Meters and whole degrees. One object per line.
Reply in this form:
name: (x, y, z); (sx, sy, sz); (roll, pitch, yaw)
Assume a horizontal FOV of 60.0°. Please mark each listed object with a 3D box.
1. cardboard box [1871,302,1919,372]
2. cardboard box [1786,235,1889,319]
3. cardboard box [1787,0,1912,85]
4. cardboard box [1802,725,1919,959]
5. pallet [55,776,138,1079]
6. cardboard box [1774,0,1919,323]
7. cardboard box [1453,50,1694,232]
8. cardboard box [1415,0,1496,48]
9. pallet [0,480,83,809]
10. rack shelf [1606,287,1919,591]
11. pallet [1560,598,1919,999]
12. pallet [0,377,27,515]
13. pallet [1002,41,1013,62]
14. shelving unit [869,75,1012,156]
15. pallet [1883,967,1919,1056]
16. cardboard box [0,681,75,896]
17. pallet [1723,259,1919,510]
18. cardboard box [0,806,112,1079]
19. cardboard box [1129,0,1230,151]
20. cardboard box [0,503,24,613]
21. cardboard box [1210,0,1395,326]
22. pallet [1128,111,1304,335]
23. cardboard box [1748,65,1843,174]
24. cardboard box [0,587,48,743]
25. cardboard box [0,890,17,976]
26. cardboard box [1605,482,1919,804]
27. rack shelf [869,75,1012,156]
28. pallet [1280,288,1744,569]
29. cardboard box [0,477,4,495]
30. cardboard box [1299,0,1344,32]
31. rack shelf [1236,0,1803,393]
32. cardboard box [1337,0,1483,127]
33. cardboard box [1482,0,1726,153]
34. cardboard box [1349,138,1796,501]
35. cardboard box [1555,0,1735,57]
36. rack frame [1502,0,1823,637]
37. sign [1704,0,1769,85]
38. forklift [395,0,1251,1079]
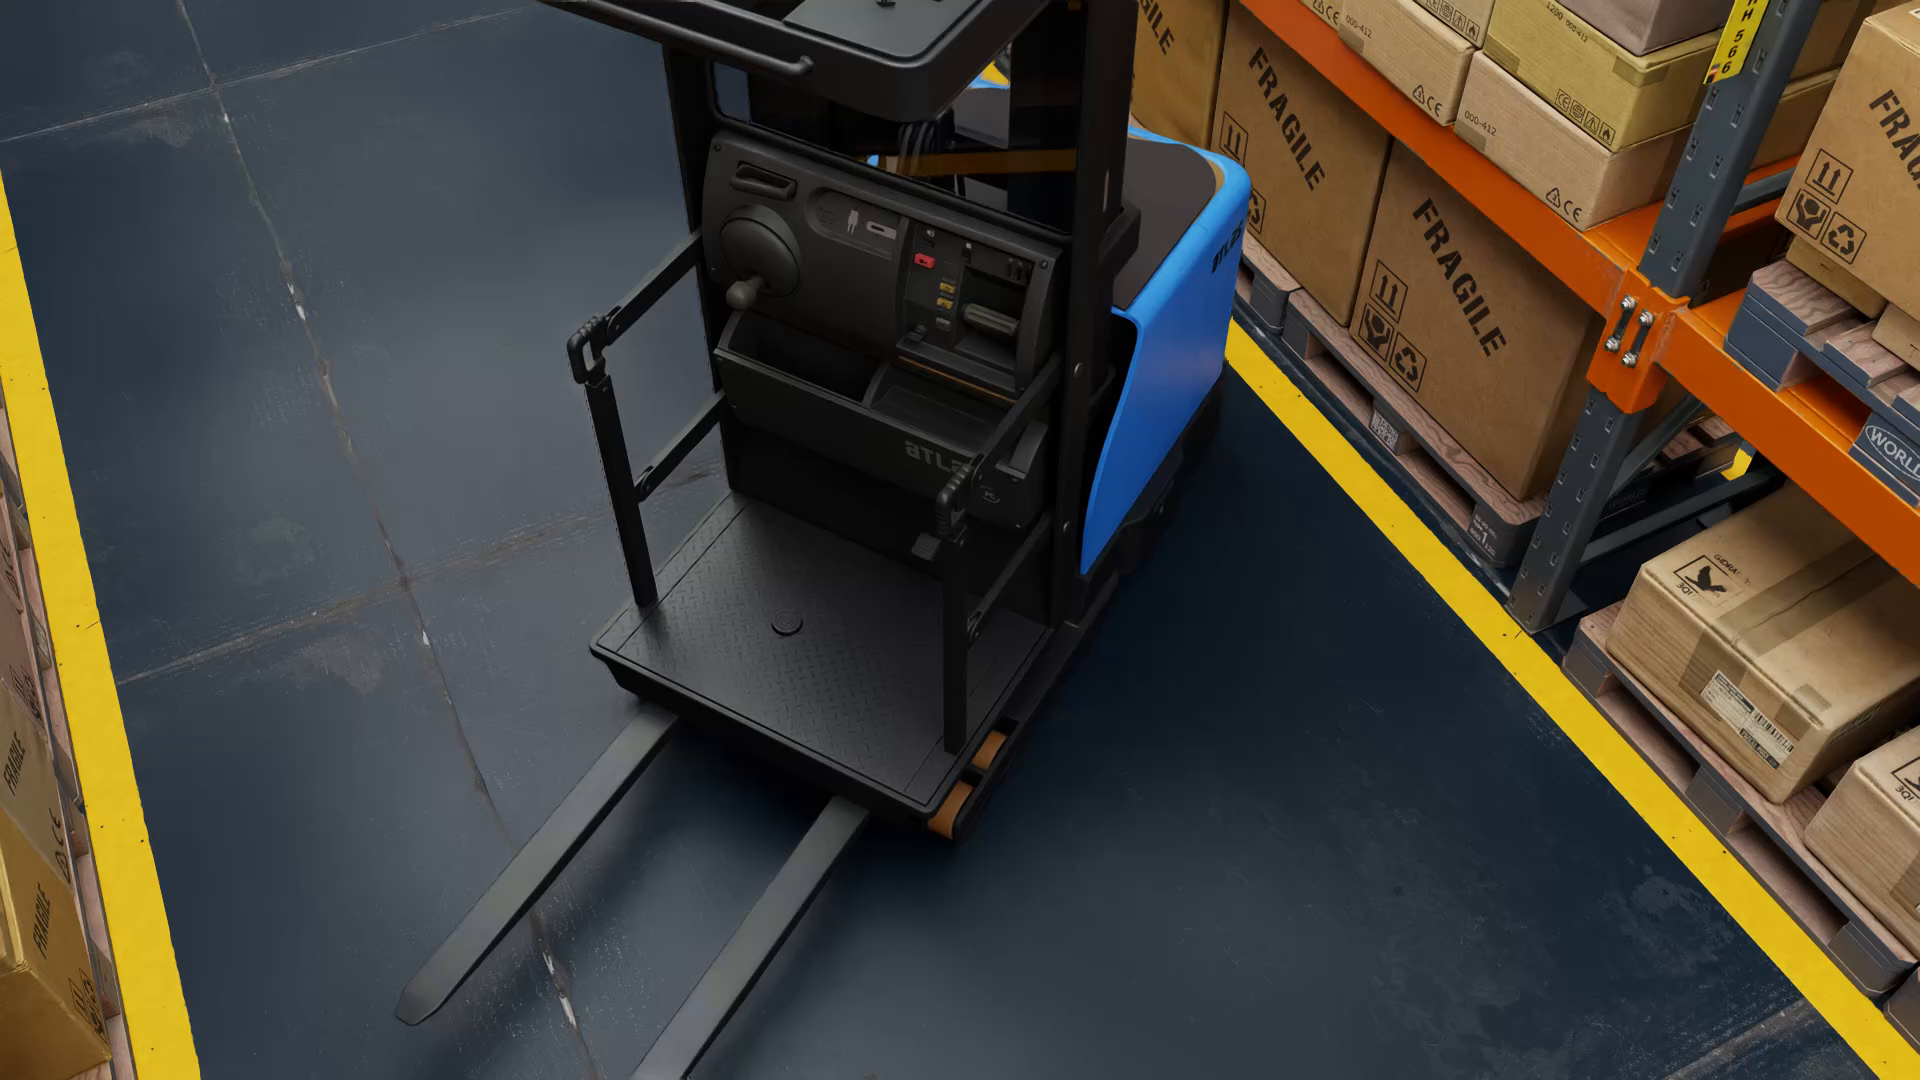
cardboard box: (2.209, -0.482, 3.567); (0.380, 0.149, 0.250); (-24, 53, -20)
cardboard box: (2.110, -0.683, 3.743); (0.380, 0.149, 0.250); (-24, 53, -20)
cardboard box: (2.114, -1.449, 4.292); (0.500, 0.250, 0.500); (-22, 52, -18)
cardboard box: (2.721, 0.690, 4.120); (0.950, 0.372, 0.625); (-22, 52, -18)
pallet: (-2.585, 1.258, 4.009); (1.003, 0.211, 1.213); (-21, 52, -18)
cardboard box: (2.126, -0.797, 3.412); (0.500, 0.500, 0.500); (-23, 53, -19)
cardboard box: (1.664, -1.109, 4.327); (0.500, 0.250, 0.500); (-23, 53, -19)
cardboard box: (1.441, -1.603, 4.427); (0.500, 0.250, 0.500); (-22, 53, -18)
pallet: (-3.140, 0.443, 4.723); (1.003, 0.211, 1.213); (-21, 52, -18)
rack shelf: (3.041, 0.666, 3.152); (1.077, 0.370, 4.000); (-21, 52, -18)
pallet: (2.482, 0.532, 4.644); (1.003, 0.211, 1.213); (-21, 52, -18)
pallet: (-3.702, -0.375, 5.438); (1.003, 0.211, 1.213); (-21, 52, -18)
pallet: (0.716, -2.178, 7.014); (1.003, 0.211, 1.213); (-21, 52, -18)
shelving unit: (-0.064, -1.531, 5.593); (1.048, 1.500, 0.538); (24, 53, 20)
pallet: (3.037, 1.348, 3.931); (1.003, 0.211, 1.213); (-21, 52, -18)
cardboard box: (-2.559, 0.652, 4.069); (0.500, 0.500, 0.500); (-21, 52, -17)
pallet: (2.547, -0.406, 3.739); (1.213, 0.211, 1.003); (-21, 52, -18)
cardboard box: (-2.326, 0.987, 3.776); (0.500, 0.500, 0.500); (-23, 53, -19)
cardboard box: (1.071, -2.036, 6.170); (0.875, 0.875, 0.875); (-20, 52, -16)
cardboard box: (-3.031, -0.032, 4.667); (0.500, 0.500, 0.500); (-22, 52, -18)
cardboard box: (1.480, -1.437, 5.647); (0.875, 0.875, 0.875); (-21, 52, -17)
pallet: (1.278, -1.360, 6.299); (1.003, 0.211, 1.213); (-21, 52, -18)
cardboard box: (2.126, -1.274, 4.471); (0.500, 0.250, 0.500); (-22, 52, -18)
cardboard box: (-2.798, 0.310, 4.368); (0.500, 0.500, 0.500); (-22, 53, -18)
cardboard box: (-2.329, 0.756, 3.479); (0.500, 0.250, 0.500); (-23, 53, -19)
cardboard box: (2.376, 0.199, 4.550); (0.950, 0.372, 0.625); (-24, 53, -20)
rack shelf: (-0.064, -1.413, 5.728); (1.000, 0.185, 0.538); (24, 53, 20)
pallet: (1.832, -0.545, 5.586); (1.003, 0.211, 1.213); (-21, 52, -18)
cardboard box: (-3.262, -0.377, 4.969); (0.500, 0.500, 0.500); (-22, 52, -18)
cardboard box: (1.200, -1.788, 4.921); (0.500, 0.250, 0.500); (-22, 52, -18)
rack shelf: (1.211, -2.011, 5.494); (1.077, 0.370, 4.000); (-21, 52, -18)
cardboard box: (1.416, -1.445, 4.621); (0.500, 0.250, 0.500); (-20, 52, -17)
cardboard box: (1.679, -1.261, 4.128); (0.500, 0.250, 0.500); (-21, 52, -18)
cardboard box: (1.884, -0.839, 5.123); (0.875, 0.875, 0.875); (-22, 52, -18)
cardboard box: (1.657, -1.527, 3.862); (0.500, 0.500, 0.500); (-22, 53, -18)
rack frame: (2.126, -0.909, 4.052); (1.000, 3.000, 0.127); (-21, 52, -18)
sign: (1.634, -1.097, 3.447); (0.100, 0.325, 0.005); (-21, 52, -18)
forklift: (-0.312, -0.552, 3.786); (1.130, 2.935, 3.031); (23, 53, 19)
